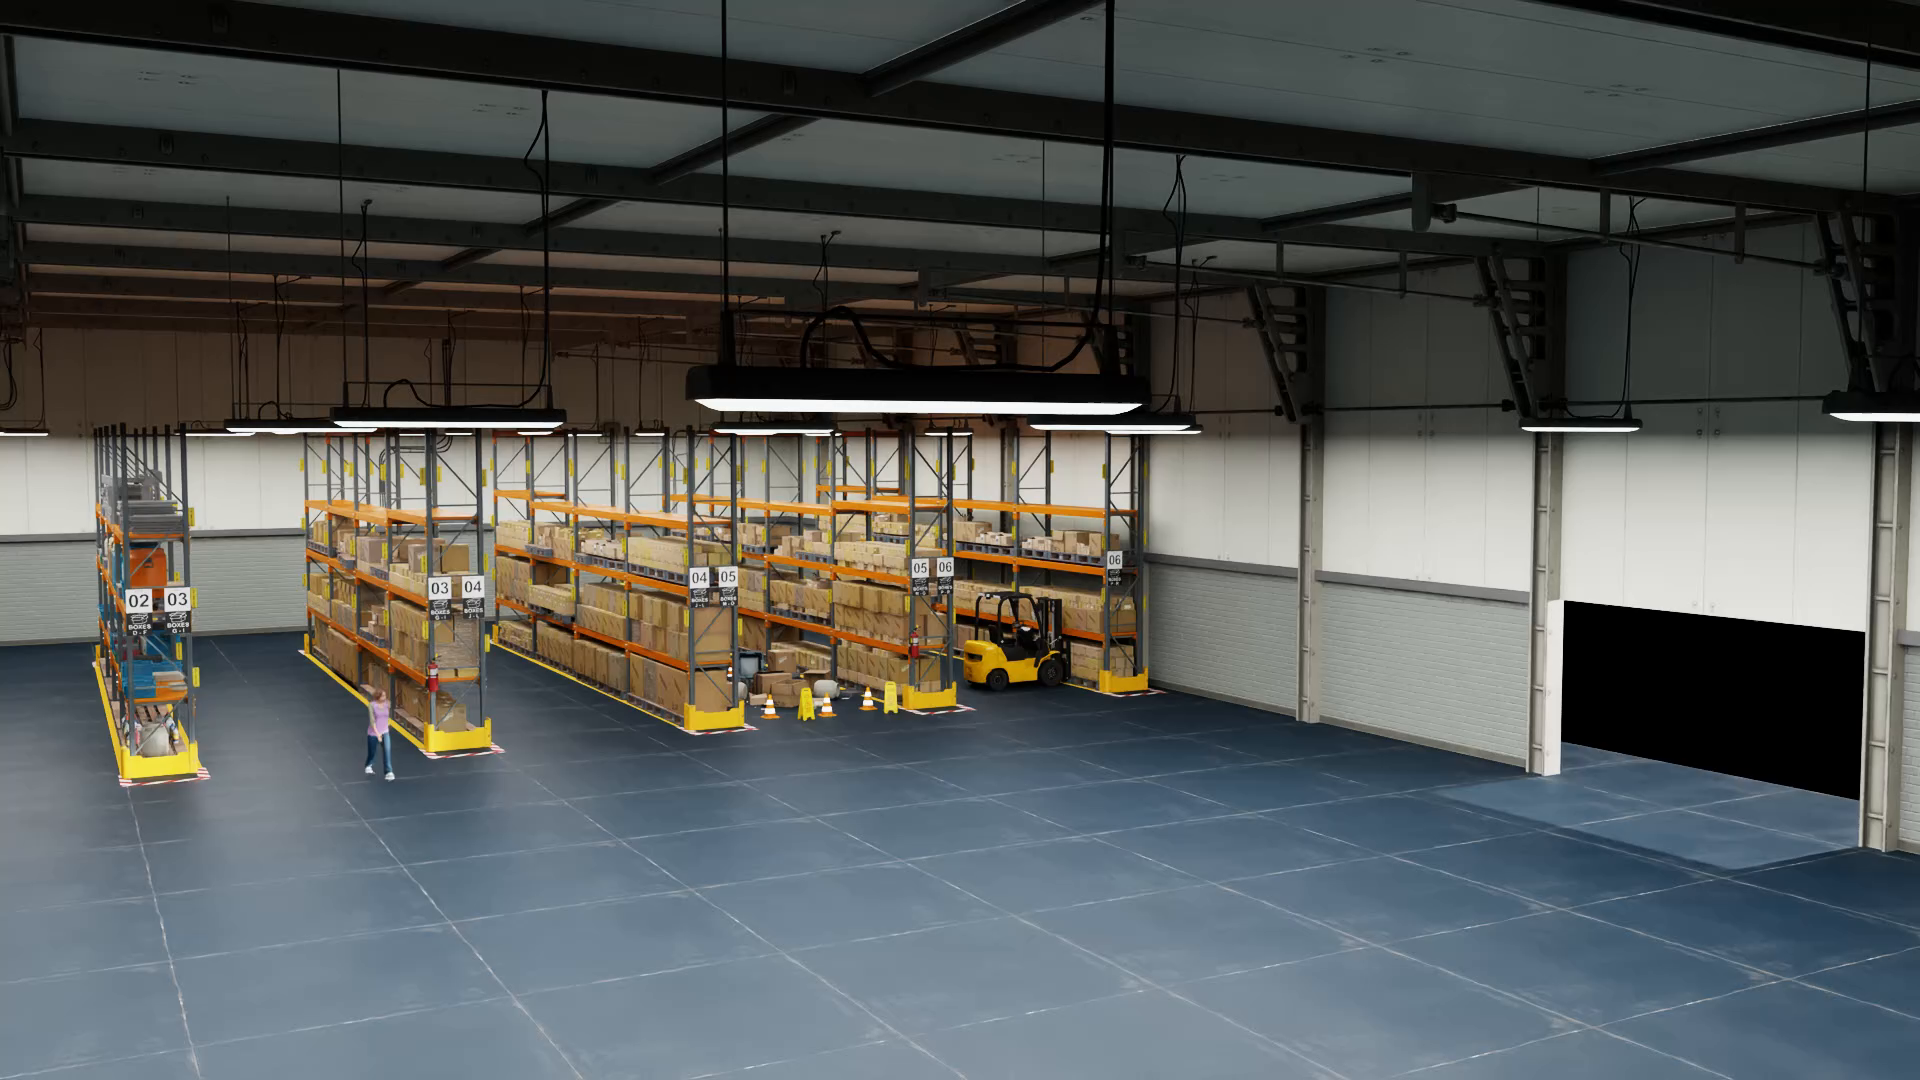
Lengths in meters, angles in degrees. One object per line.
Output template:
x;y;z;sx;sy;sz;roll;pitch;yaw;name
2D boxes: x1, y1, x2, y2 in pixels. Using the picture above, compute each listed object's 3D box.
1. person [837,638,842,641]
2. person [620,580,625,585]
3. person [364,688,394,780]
-3.414;2.038;47.446;0.371;1.720;0.485;1;4;14;person
-9.839;1.902;48.710;0.627;1.802;0.581;1;4;17;person
-9.779;3.252;28.070;0.396;1.508;1.011;-3;5;-41;person
